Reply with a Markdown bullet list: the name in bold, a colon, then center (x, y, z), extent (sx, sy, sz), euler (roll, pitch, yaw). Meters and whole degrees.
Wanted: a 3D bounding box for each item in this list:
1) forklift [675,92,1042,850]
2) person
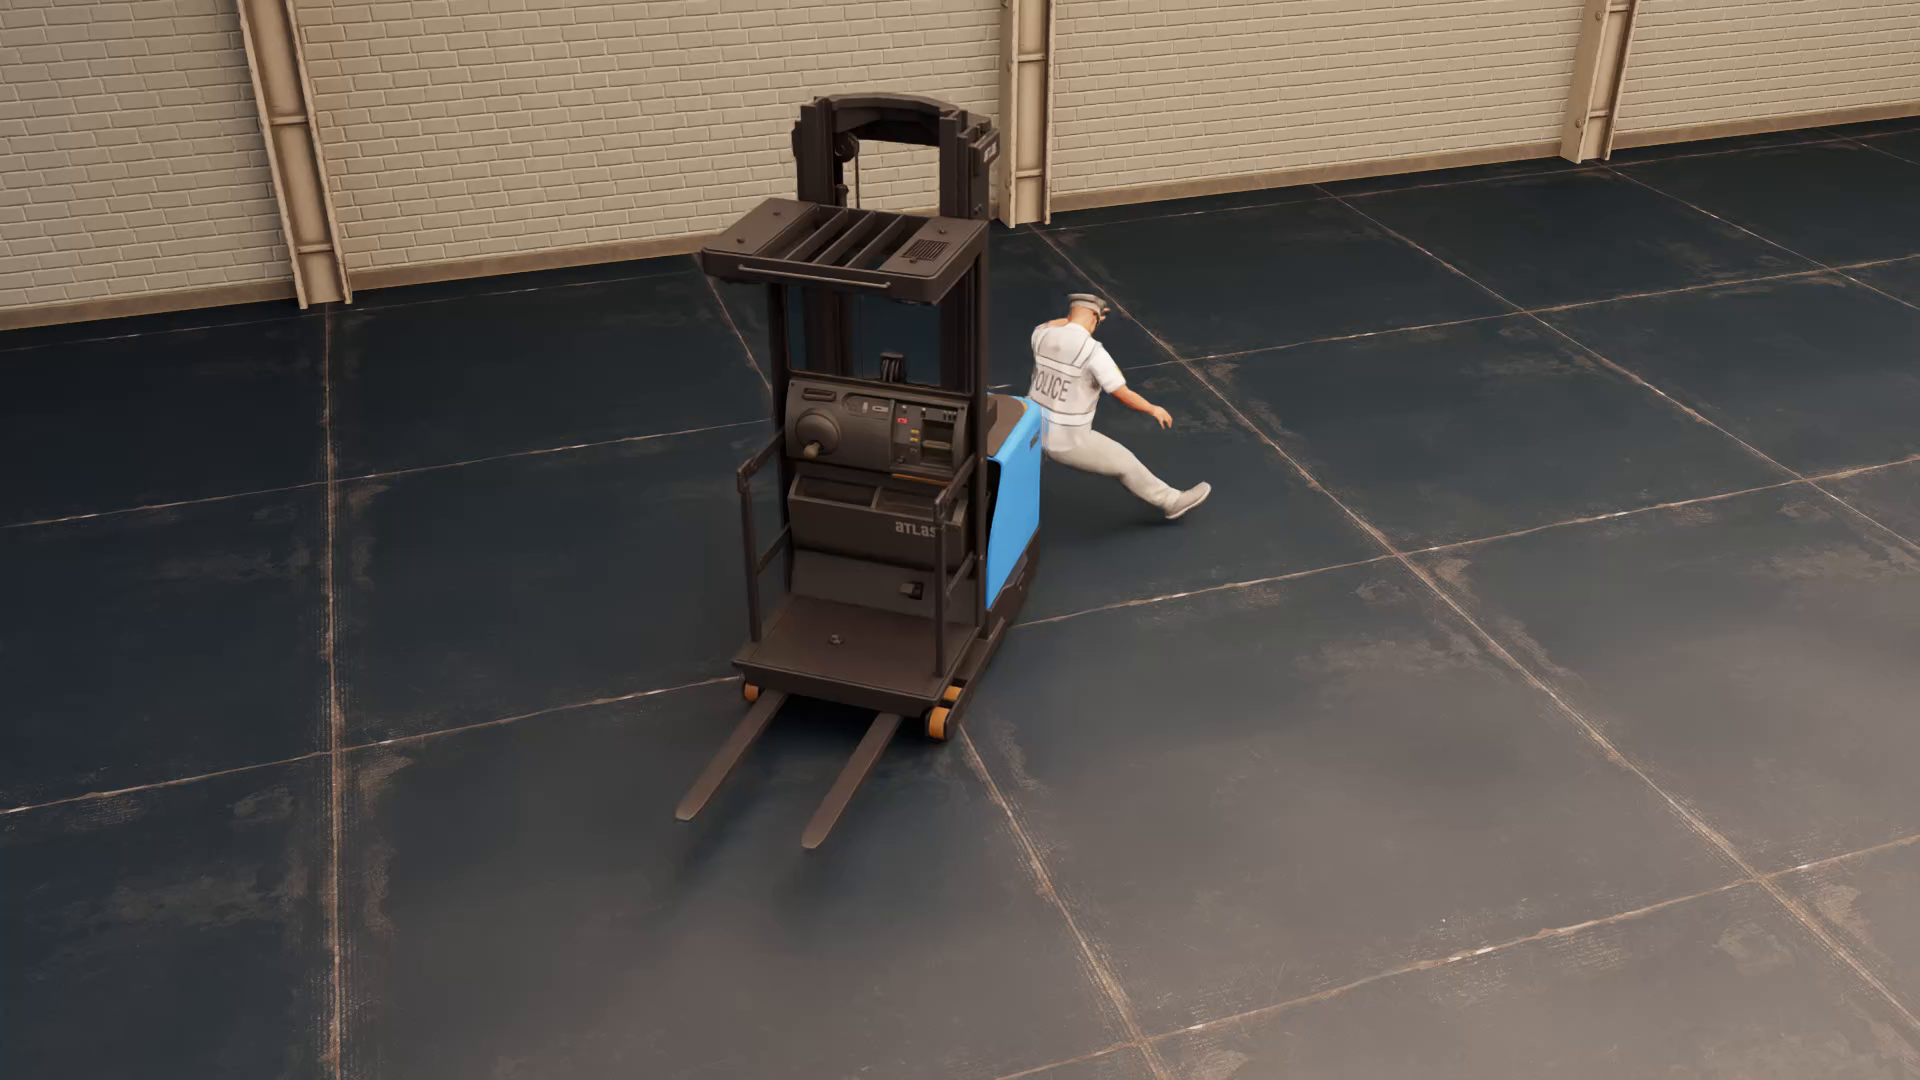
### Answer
- **forklift**: center (-0.479, -0.499, 7.955), extent (1.130, 2.935, 3.031), euler (9, 31, 16)
- **person**: center (0.771, -0.784, 9.991), extent (1.119, 1.464, 1.134), euler (-21, 36, -32)
